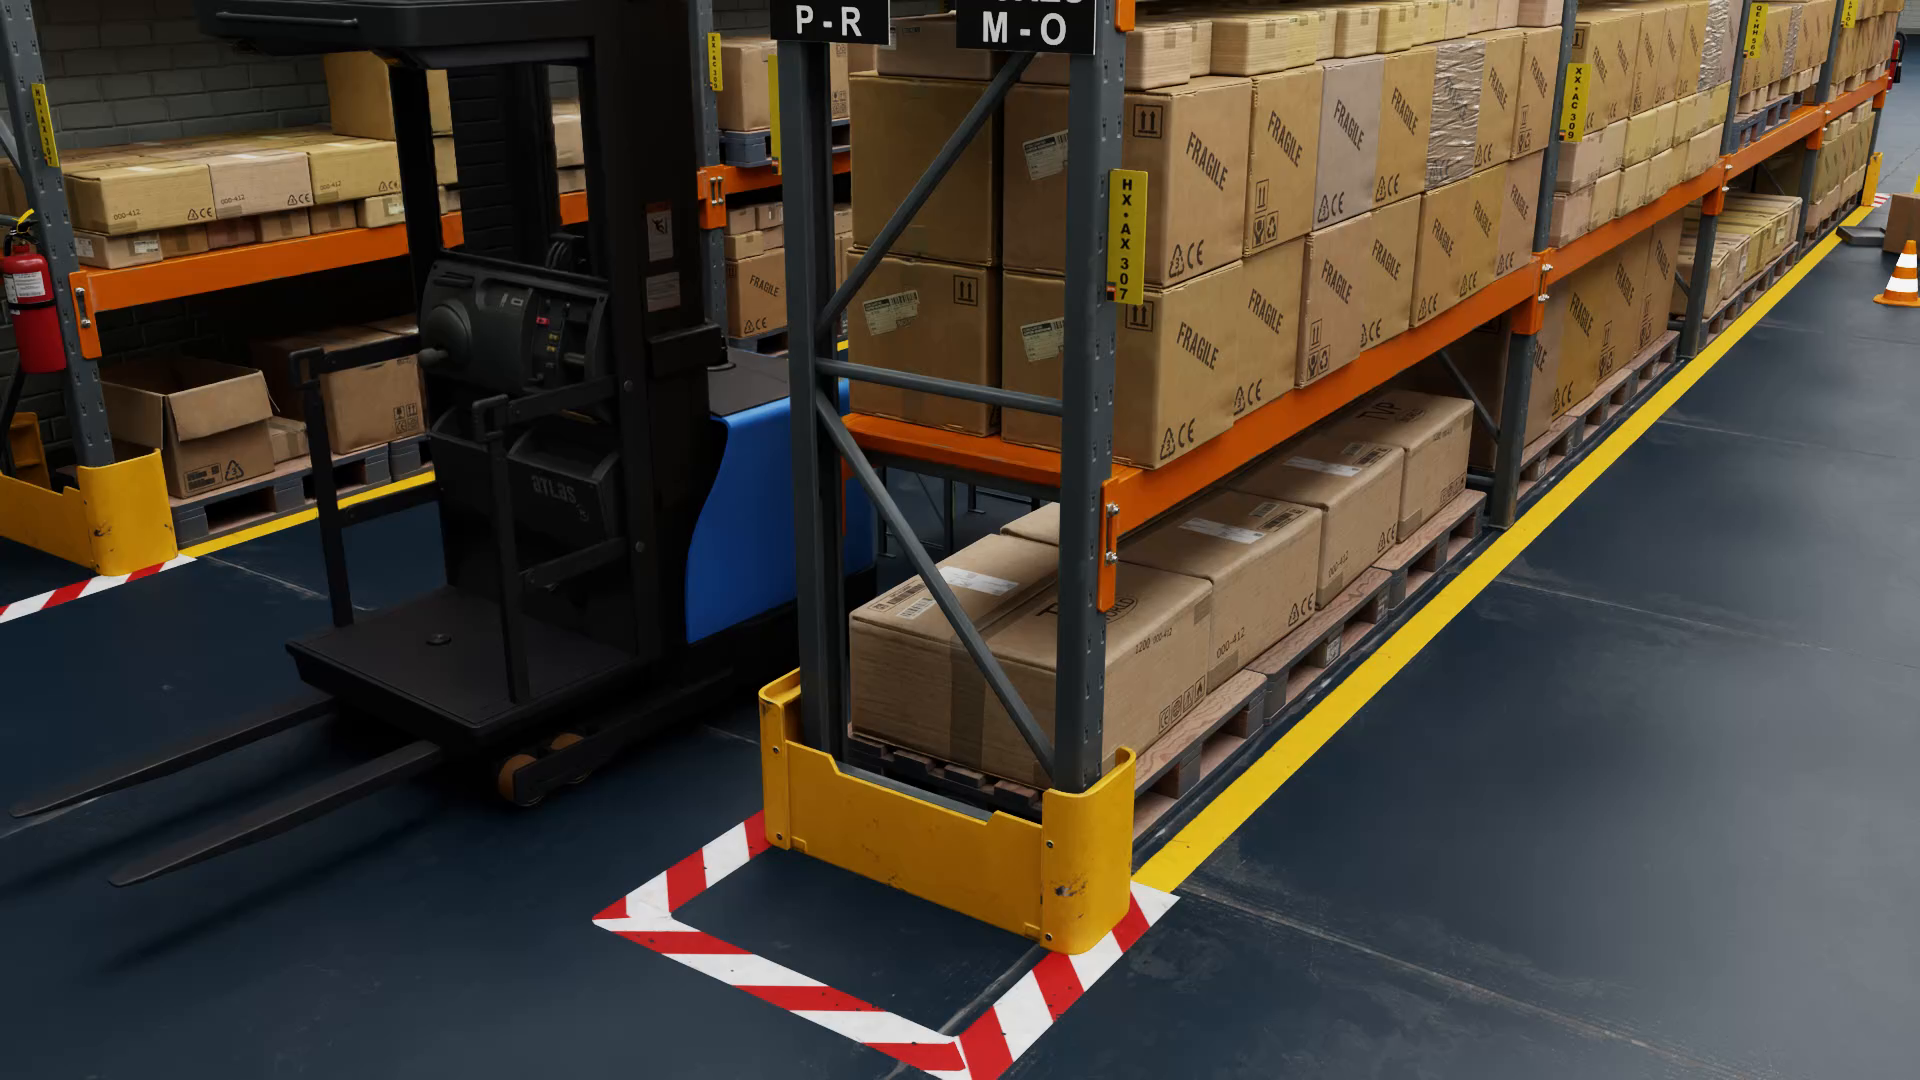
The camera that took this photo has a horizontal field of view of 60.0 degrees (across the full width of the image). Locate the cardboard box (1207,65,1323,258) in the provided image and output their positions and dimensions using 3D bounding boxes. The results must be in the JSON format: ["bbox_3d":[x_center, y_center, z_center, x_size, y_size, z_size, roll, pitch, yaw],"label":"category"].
[{"bbox_3d":[0.744,-1.158,4.987,0.500,0.500,0.500,13,24,30],"label":"cardboard box"}]

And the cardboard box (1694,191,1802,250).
[{"bbox_3d":[6.407,-2.667,13.834,0.950,0.372,0.625,14,24,33],"label":"cardboard box"}]

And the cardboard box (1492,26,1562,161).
[{"bbox_3d":[2.166,-1.885,6.951,0.500,0.500,0.500,13,24,31],"label":"cardboard box"}]

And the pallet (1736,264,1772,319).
[{"bbox_3d":[5.578,-1.970,12.788,1.003,0.211,1.213,13,24,32],"label":"pallet"}]

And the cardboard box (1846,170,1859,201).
[{"bbox_3d":[8.419,-3.477,16.199,0.500,0.250,0.500,13,24,32],"label":"cardboard box"}]

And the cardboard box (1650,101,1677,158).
[{"bbox_3d":[3.542,-2.234,8.975,0.500,0.250,0.500,12,24,30],"label":"cardboard box"}]

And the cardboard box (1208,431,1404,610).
[{"bbox_3d":[1.258,-0.137,6.900,0.875,0.438,0.875,12,24,30],"label":"cardboard box"}]

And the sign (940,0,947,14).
[{"bbox_3d":[-0.117,-4.323,13.460,0.100,0.325,0.005,13,24,32],"label":"sign"}]

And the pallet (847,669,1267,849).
[{"bbox_3d":[0.339,0.653,5.696,1.003,0.211,1.213,13,24,32],"label":"pallet"}]

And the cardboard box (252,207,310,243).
[{"bbox_3d":[-3.325,-1.525,7.926,0.380,0.149,0.250,14,25,33],"label":"cardboard box"}]

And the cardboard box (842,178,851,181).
[{"bbox_3d":[-0.681,-2.695,12.789,0.380,0.149,0.250,12,23,29],"label":"cardboard box"}]

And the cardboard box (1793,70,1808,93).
[{"bbox_3d":[6.221,-3.504,12.671,0.380,0.149,0.250,14,24,32],"label":"cardboard box"}]

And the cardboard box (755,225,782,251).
[{"bbox_3d":[-1.391,-1.999,10.909,0.380,0.149,0.250,13,24,30],"label":"cardboard box"}]

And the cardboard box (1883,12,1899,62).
[{"bbox_3d":[8.871,-4.978,16.326,0.500,0.500,0.500,13,24,31],"label":"cardboard box"}]

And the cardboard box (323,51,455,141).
[{"bbox_3d":[-2.832,-2.306,8.383,0.500,0.500,0.500,14,24,33],"label":"cardboard box"}]

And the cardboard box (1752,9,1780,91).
[{"bbox_3d":[5.183,-3.324,11.249,0.500,0.500,0.500,15,25,35],"label":"cardboard box"}]

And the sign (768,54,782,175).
[{"bbox_3d":[-0.487,-1.174,4.606,0.100,0.325,0.005,13,24,32],"label":"sign"}]

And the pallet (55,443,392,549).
[{"bbox_3d":[-3.663,-0.320,8.327,1.003,0.211,1.213,13,24,32],"label":"pallet"}]

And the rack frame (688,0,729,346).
[{"bbox_3d":[-1.904,-2.525,10.268,1.000,3.000,0.127,13,24,32],"label":"rack frame"}]

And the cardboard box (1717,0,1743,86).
[{"bbox_3d":[4.377,-3.022,10.026,0.500,0.500,0.500,13,24,30],"label":"cardboard box"}]

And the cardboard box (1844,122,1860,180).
[{"bbox_3d":[8.134,-3.686,15.682,0.500,0.500,0.500,13,24,31],"label":"cardboard box"}]

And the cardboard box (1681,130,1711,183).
[{"bbox_3d":[4.108,-2.290,9.848,0.500,0.250,0.500,14,24,33],"label":"cardboard box"}]

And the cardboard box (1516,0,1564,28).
[{"bbox_3d":[2.293,-2.228,6.944,0.380,0.149,0.250,13,24,31],"label":"cardboard box"}]

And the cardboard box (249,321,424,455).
[{"bbox_3d":[-3.218,-0.797,8.593,0.700,0.500,0.500,14,25,34],"label":"cardboard box"}]

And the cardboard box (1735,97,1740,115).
[{"bbox_3d":[4.975,-2.916,11.083,0.380,0.149,0.250,12,23,29],"label":"cardboard box"}]

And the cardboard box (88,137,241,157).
[{"bbox_3d":[-3.823,-1.778,8.035,0.500,0.250,0.500,13,24,32],"label":"cardboard box"}]

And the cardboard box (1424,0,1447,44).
[{"bbox_3d":[1.522,-1.873,5.985,0.380,0.149,0.250,13,24,31],"label":"cardboard box"}]

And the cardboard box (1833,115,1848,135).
[{"bbox_3d":[7.662,-3.705,14.801,0.380,0.149,0.250,14,25,34],"label":"cardboard box"}]

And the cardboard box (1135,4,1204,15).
[{"bbox_3d":[0.570,-1.666,5.425,0.380,0.149,0.250,13,24,31],"label":"cardboard box"}]

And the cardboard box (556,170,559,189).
[{"bbox_3d":[-2.419,-1.960,9.101,0.380,0.149,0.250,13,24,31],"label":"cardboard box"}]

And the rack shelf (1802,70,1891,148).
[{"bbox_3d":[7.824,-4.090,15.535,1.077,0.370,4.000,13,24,32],"label":"rack shelf"}]

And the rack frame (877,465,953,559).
[{"bbox_3d":[-0.202,-0.600,7.226,0.400,1.500,0.023,13,24,32],"label":"rack frame"}]

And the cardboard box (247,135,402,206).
[{"bbox_3d":[-3.110,-1.815,8.135,0.500,0.250,0.500,13,24,31],"label":"cardboard box"}]

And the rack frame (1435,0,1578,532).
[{"bbox_3d":[2.203,-1.558,7.654,1.000,3.000,0.127,13,24,32],"label":"rack frame"}]

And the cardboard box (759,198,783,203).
[{"bbox_3d":[-1.341,-2.311,11.751,0.380,0.149,0.250,14,25,33],"label":"cardboard box"}]

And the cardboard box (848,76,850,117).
[{"bbox_3d":[-0.806,-2.983,11.093,0.396,0.266,0.258,15,25,34],"label":"cardboard box"}]

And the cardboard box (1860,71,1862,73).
[{"bbox_3d":[7.988,-4.206,15.175,0.380,0.149,0.250,13,24,32],"label":"cardboard box"}]

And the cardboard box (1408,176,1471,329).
[{"bbox_3d":[1.598,-1.126,6.342,0.500,0.500,0.500,13,24,31],"label":"cardboard box"}]

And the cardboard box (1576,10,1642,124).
[{"bbox_3d":[2.951,-2.296,8.062,0.500,0.500,0.500,13,24,32],"label":"cardboard box"}]

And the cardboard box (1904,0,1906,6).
[{"bbox_3d":[8.842,-5.467,16.208,0.700,0.500,0.500,13,24,31],"label":"cardboard box"}]

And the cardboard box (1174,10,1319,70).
[{"bbox_3d":[0.845,-1.499,4.973,0.380,0.149,0.250,12,24,30],"label":"cardboard box"}]

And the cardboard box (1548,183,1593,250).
[{"bbox_3d":[2.669,-1.563,7.882,0.500,0.250,0.500,13,24,31],"label":"cardboard box"}]

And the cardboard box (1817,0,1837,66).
[{"bbox_3d":[6.630,-4.060,13.238,0.500,0.500,0.500,13,24,31],"label":"cardboard box"}]

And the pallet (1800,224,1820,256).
[{"bbox_3d":[7.048,-2.745,14.882,1.003,0.211,1.213,13,24,32],"label":"pallet"}]

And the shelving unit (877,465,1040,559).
[{"bbox_3d":[0.004,-0.705,7.510,0.431,1.500,0.755,13,24,32],"label":"shelving unit"}]

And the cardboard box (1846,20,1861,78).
[{"bbox_3d":[7.441,-4.260,14.386,0.500,0.500,0.500,13,24,32],"label":"cardboard box"}]

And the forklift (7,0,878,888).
[{"bbox_3d":[-1.636,-0.700,5.433,1.130,2.935,3.031,15,25,35],"label":"forklift"}]

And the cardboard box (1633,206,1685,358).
[{"bbox_3d":[3.995,-1.724,10.560,0.875,0.875,0.875,13,24,31],"label":"cardboard box"}]

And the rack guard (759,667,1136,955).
[{"bbox_3d":[-0.059,0.769,4.966,1.175,0.500,0.348,13,24,32],"label":"rack guard"}]
